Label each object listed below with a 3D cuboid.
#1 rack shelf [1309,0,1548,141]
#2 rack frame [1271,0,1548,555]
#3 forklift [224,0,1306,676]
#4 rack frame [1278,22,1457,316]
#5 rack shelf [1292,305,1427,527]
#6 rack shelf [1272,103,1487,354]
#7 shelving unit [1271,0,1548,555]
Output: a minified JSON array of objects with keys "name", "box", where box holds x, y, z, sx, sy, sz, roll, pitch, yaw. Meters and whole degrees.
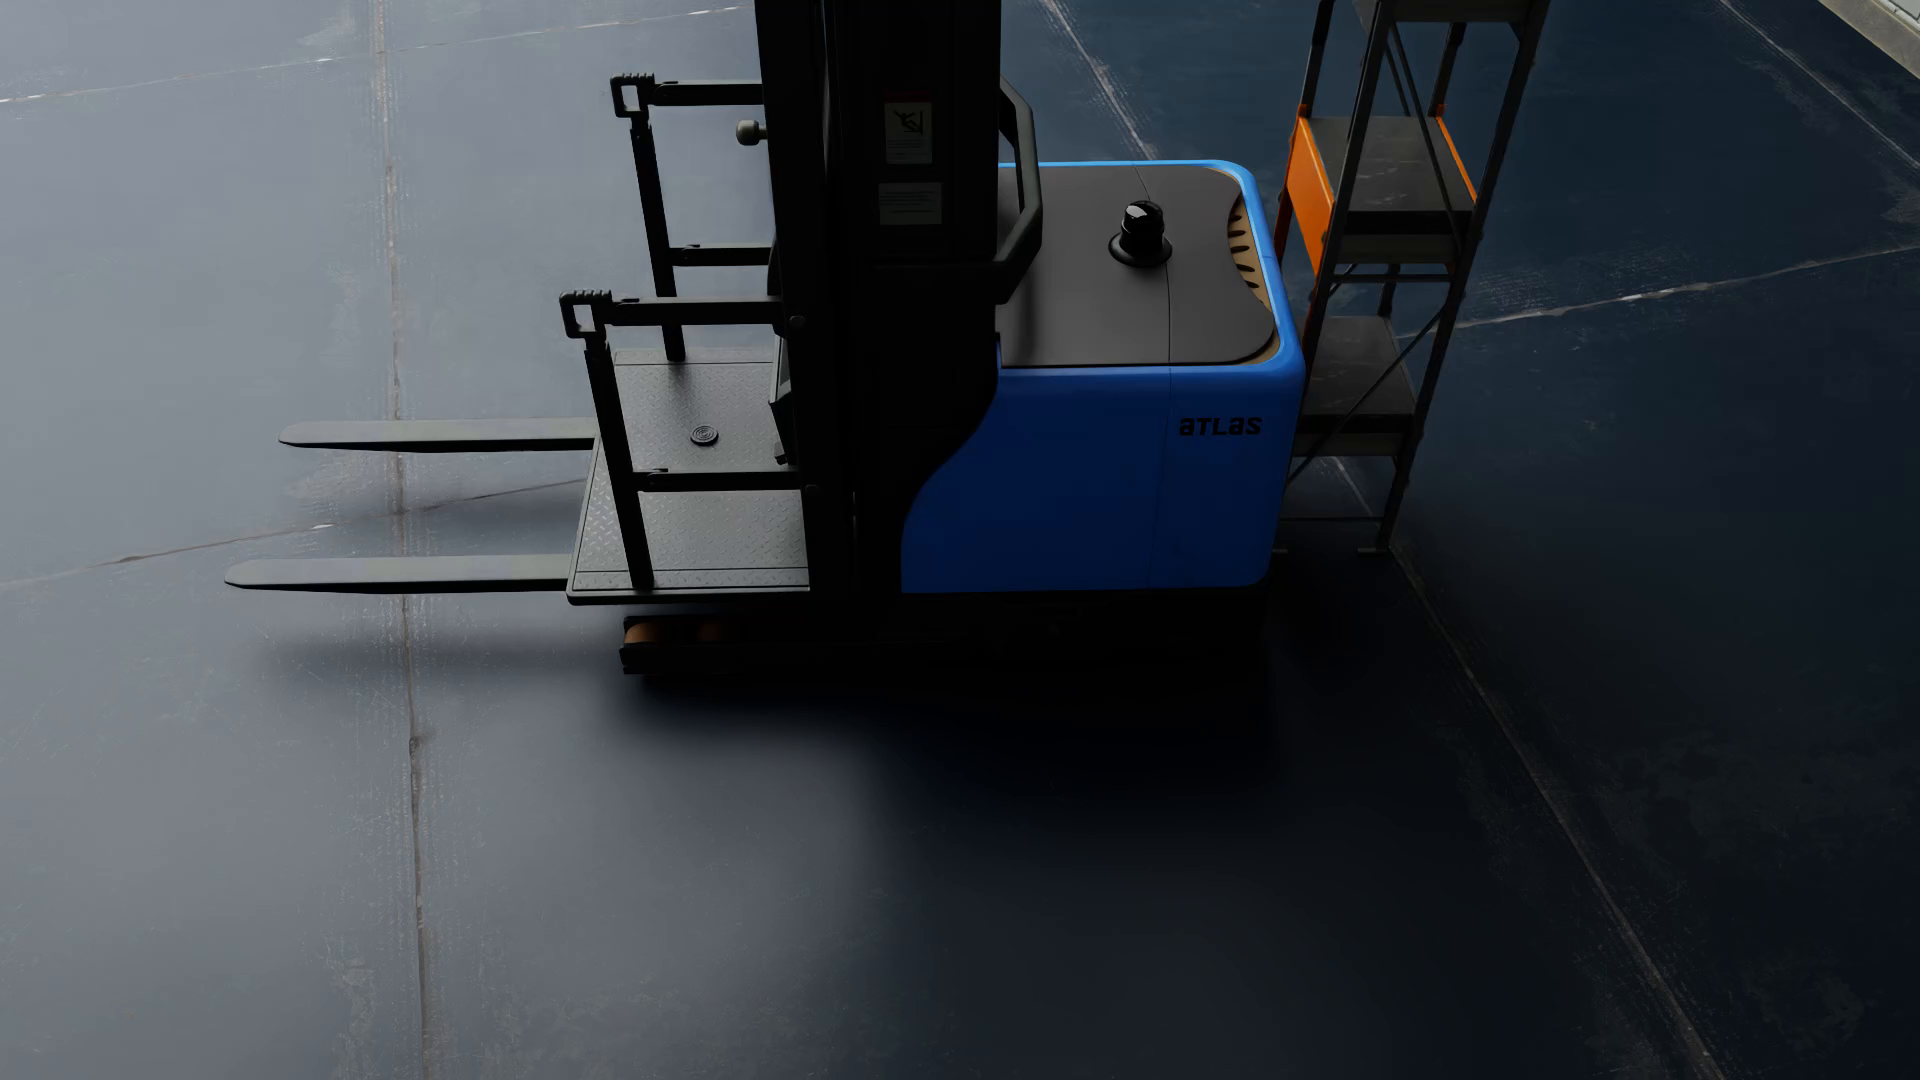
[{"name":"rack shelf","box":[1.160,-1.350,4.135,0.431,0.518,0.480,-1,46,-3]},{"name":"rack frame","box":[1.155,-0.695,4.454,0.400,2.100,0.015,-1,46,-3]},{"name":"forklift","box":[-0.630,-1.014,4.192,3.031,2.935,1.130,-1,46,-1]},{"name":"rack frame","box":[1.135,-1.043,4.795,0.400,2.100,0.015,-1,46,-3]},{"name":"rack shelf","box":[1.130,-0.369,5.134,0.431,0.518,0.480,-1,46,-3]},{"name":"rack shelf","box":[1.145,-0.859,4.634,0.431,0.518,0.480,-1,46,-3]},{"name":"shelving unit","box":[1.145,-0.869,4.625,0.431,2.100,0.503,-1,46,-3]}]
